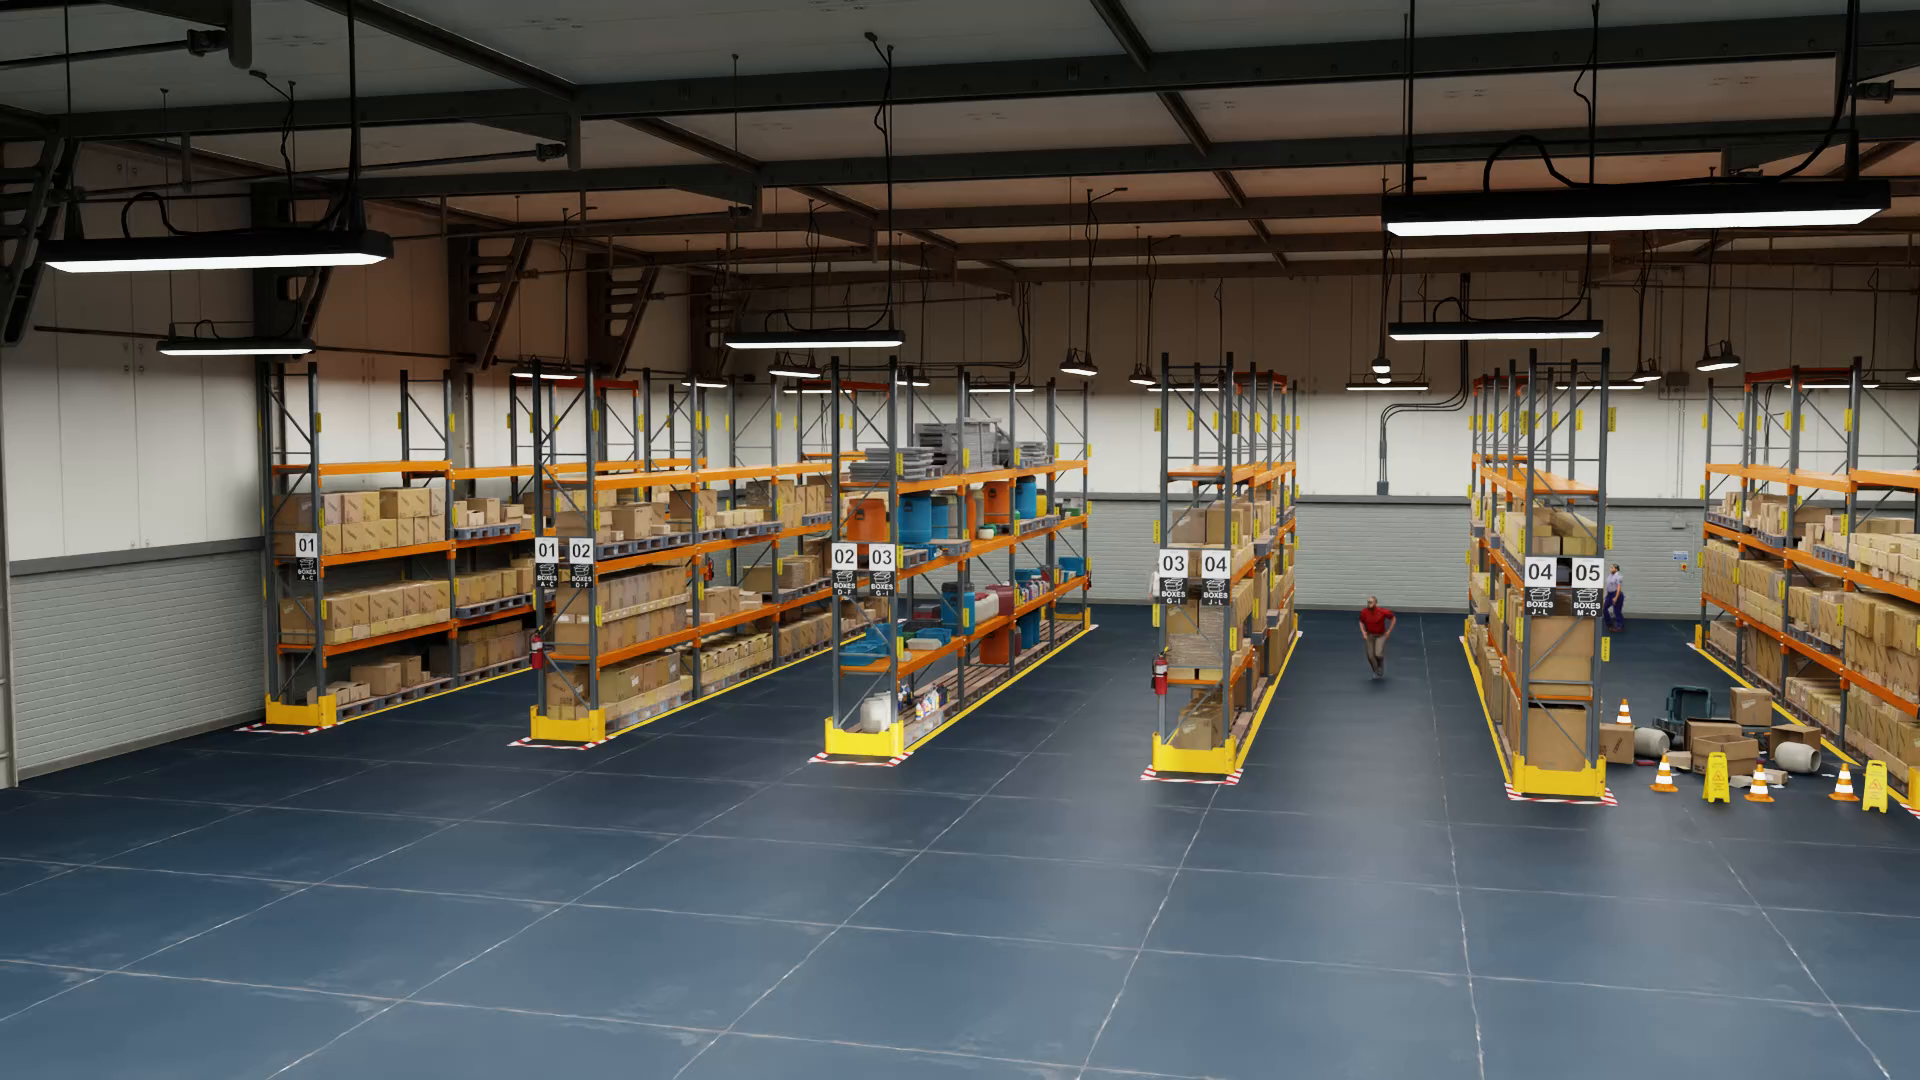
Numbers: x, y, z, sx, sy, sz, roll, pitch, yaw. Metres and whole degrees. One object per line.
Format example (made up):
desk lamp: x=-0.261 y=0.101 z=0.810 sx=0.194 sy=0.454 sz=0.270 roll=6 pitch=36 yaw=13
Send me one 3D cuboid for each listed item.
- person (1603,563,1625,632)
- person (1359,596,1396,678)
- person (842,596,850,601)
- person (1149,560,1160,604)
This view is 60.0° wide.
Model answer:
person: x=15.613 y=1.402 z=39.713 sx=0.493 sy=1.699 sz=0.508 roll=-1 pitch=4 yaw=-12
person: x=8.158 y=1.903 z=32.497 sx=0.716 sy=1.637 sz=0.713 roll=2 pitch=4 yaw=26
person: x=-3.171 y=0.911 z=46.860 sx=0.445 sy=1.623 sz=0.434 roll=1 pitch=4 yaw=13
person: x=4.845 y=1.319 z=40.090 sx=0.588 sy=1.718 sz=1.084 roll=1 pitch=4 yaw=11
